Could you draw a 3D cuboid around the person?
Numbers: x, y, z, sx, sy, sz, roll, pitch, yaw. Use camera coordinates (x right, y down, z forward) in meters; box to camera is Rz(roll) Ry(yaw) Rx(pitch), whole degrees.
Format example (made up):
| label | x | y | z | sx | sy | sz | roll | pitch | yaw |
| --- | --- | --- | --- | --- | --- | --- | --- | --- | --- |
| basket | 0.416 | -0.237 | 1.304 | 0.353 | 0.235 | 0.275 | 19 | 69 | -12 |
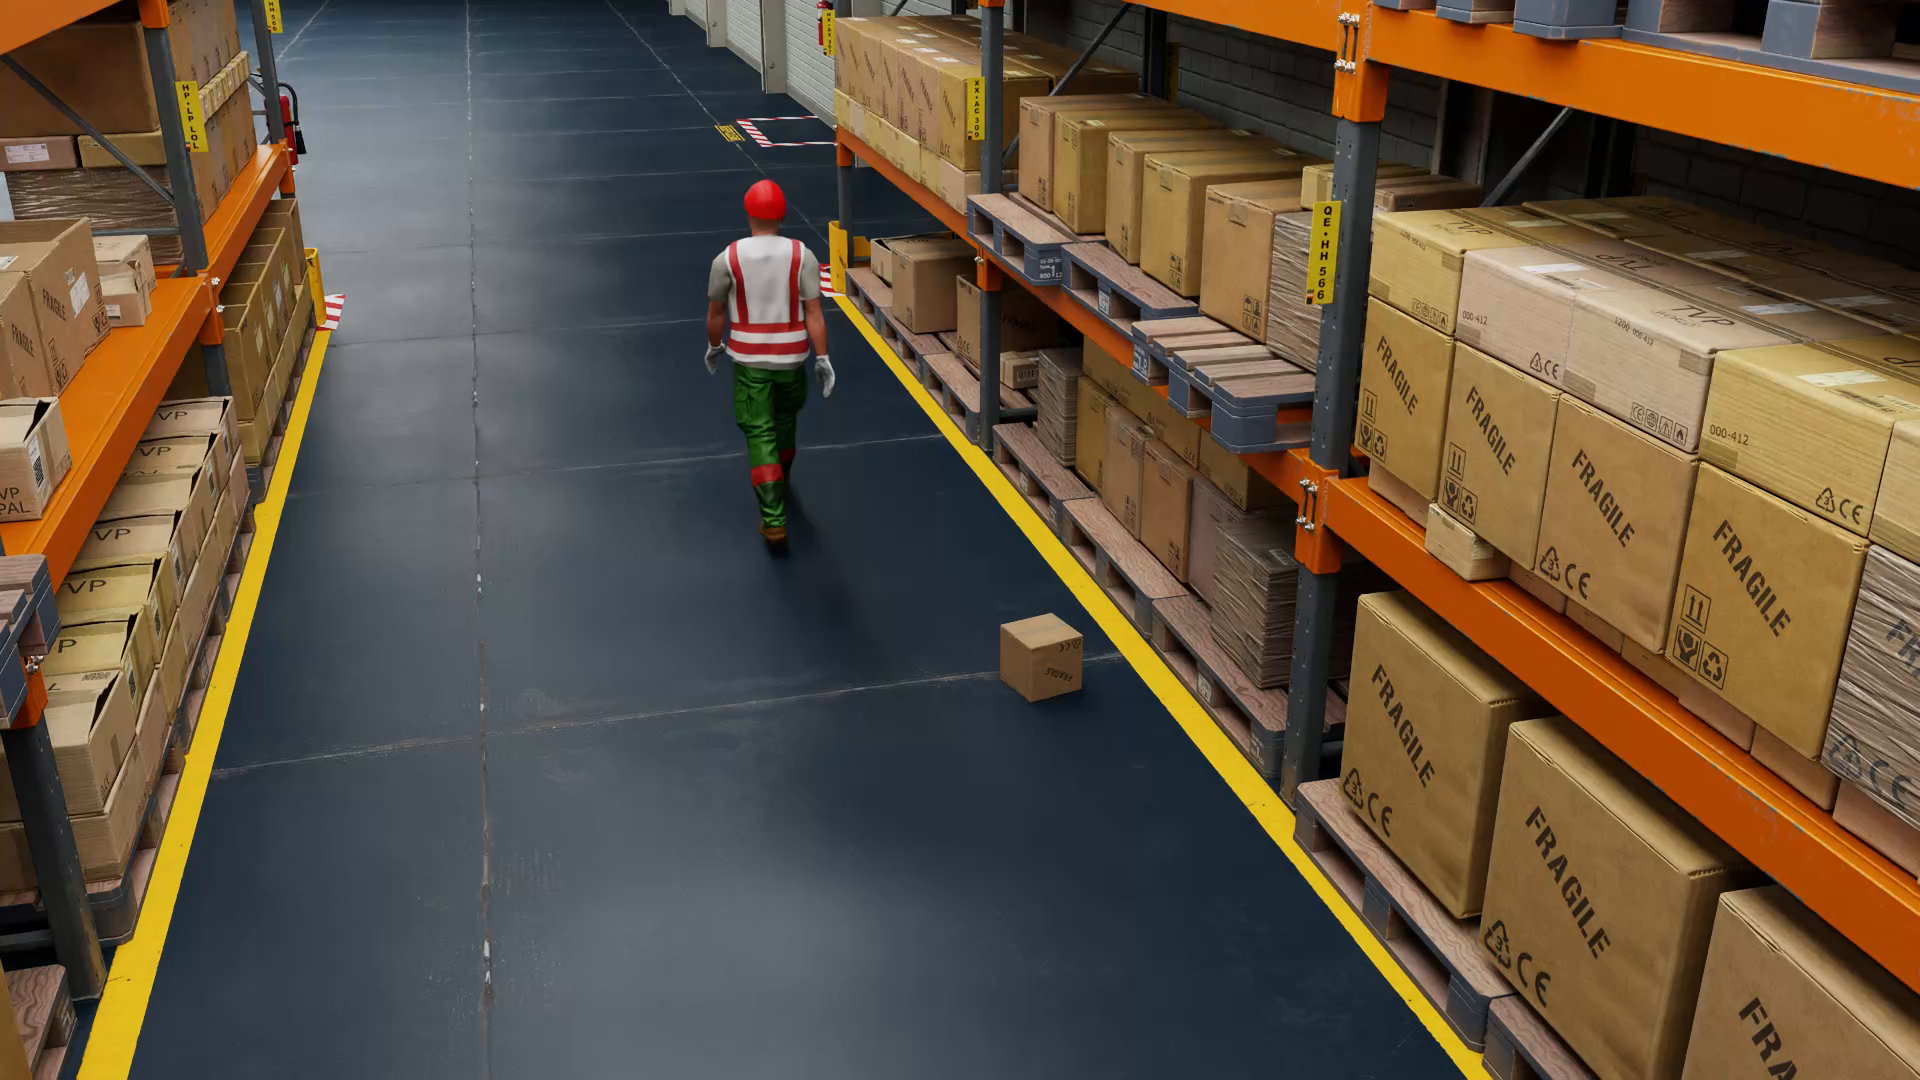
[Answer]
| label | x | y | z | sx | sy | sz | roll | pitch | yaw |
| --- | --- | --- | --- | --- | --- | --- | --- | --- | --- |
| person | -0.959 | -0.930 | 8.300 | 0.603 | 1.742 | 1.068 | -6 | 23 | -13 |
